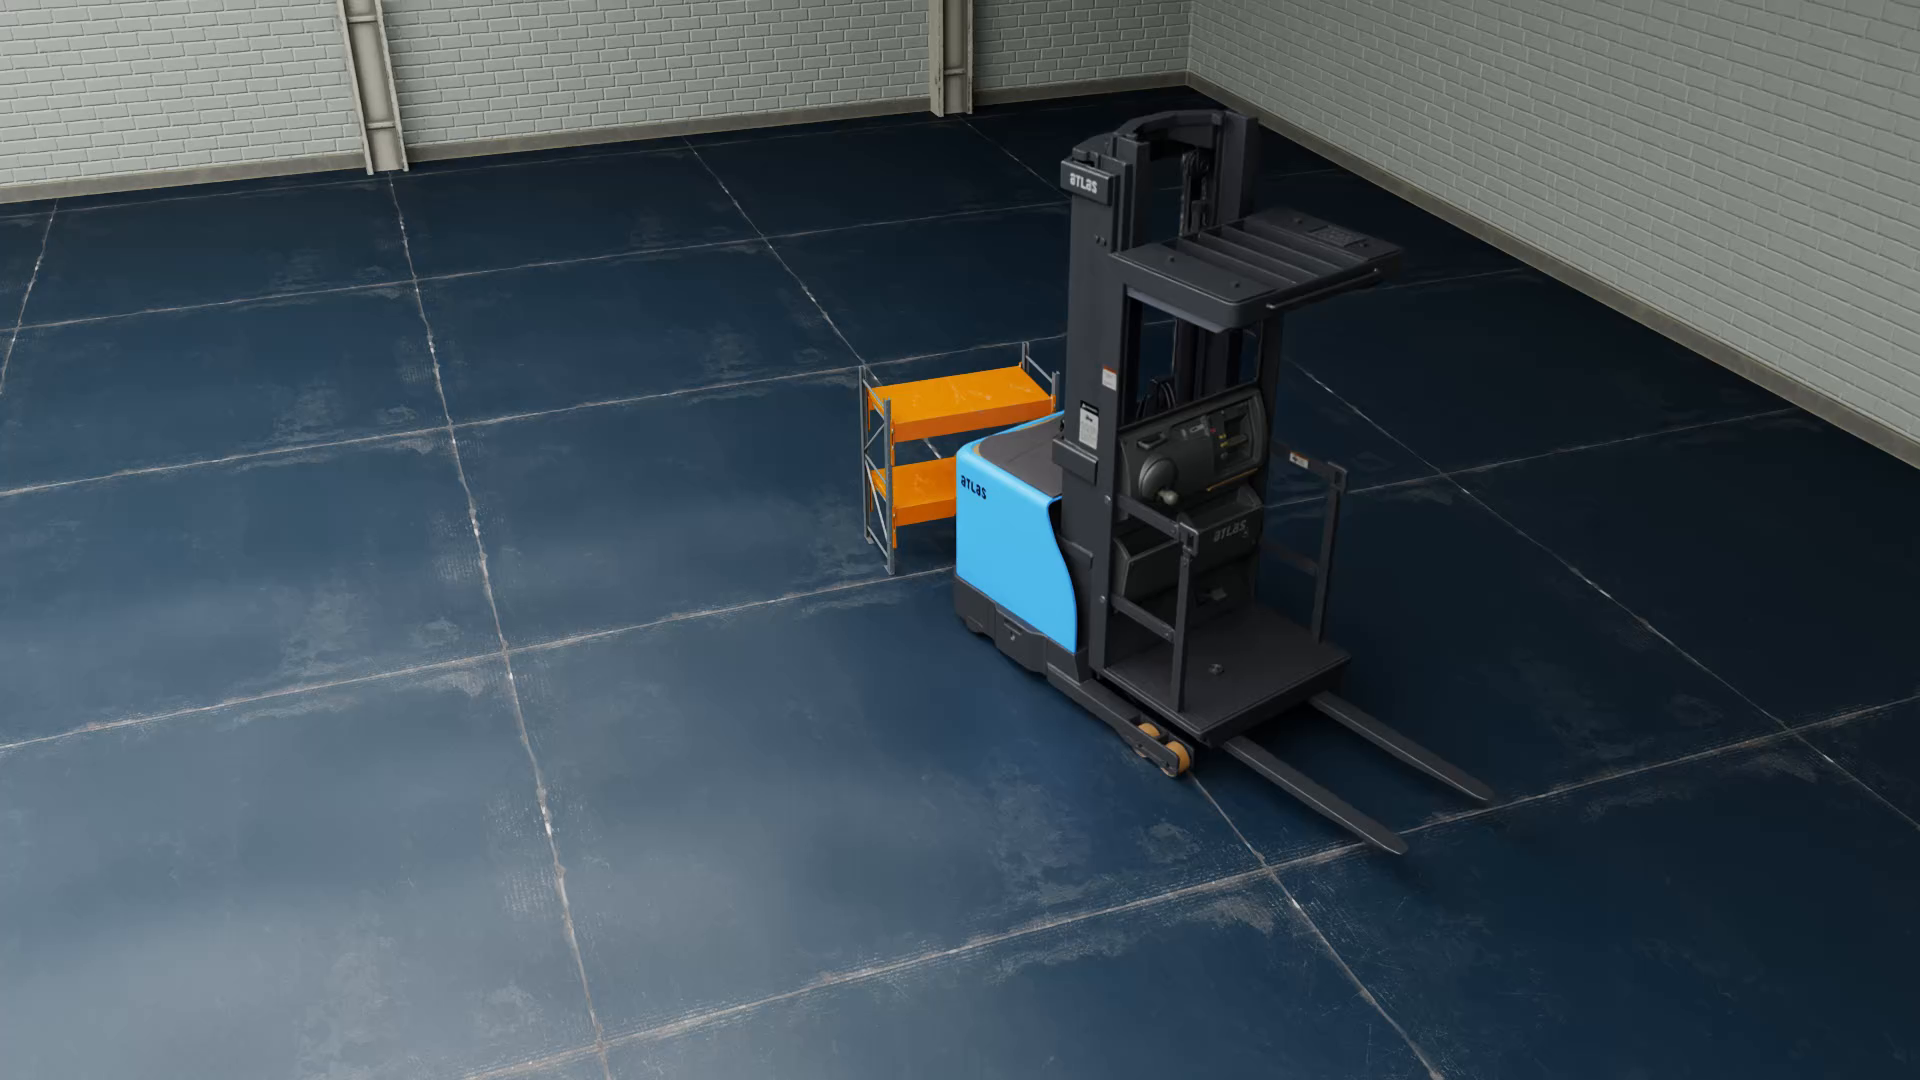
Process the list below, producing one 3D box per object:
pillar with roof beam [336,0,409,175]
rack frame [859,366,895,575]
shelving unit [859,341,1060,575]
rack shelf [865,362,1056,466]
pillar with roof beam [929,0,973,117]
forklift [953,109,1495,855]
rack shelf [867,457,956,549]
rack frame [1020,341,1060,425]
[{"bbox_3d":[-4.219,-5.627,10.887,0.400,9.000,9.100,-10,31,-18],"label":"pillar with roof beam"},{"bbox_3d":[-0.483,-0.400,9.666,0.032,1.125,0.500,-10,31,-18],"label":"rack frame"},{"bbox_3d":[-0.006,-0.488,9.820,1.048,1.125,0.538,-10,31,-18],"label":"shelving unit"},{"bbox_3d":[-0.006,-0.742,9.675,1.000,0.278,0.538,-10,31,-18],"label":"rack shelf"},{"bbox_3d":[1.404,-6.663,12.705,0.400,9.000,9.100,-10,31,-18],"label":"pillar with roof beam"},{"bbox_3d":[1.261,-0.403,7.847,1.130,2.935,3.031,-21,36,-32],"label":"forklift"},{"bbox_3d":[-0.006,-0.275,9.941,1.000,0.278,0.538,-10,31,-18],"label":"rack shelf"},{"bbox_3d":[0.470,-0.575,9.974,0.032,1.125,0.500,-10,31,-18],"label":"rack frame"}]
